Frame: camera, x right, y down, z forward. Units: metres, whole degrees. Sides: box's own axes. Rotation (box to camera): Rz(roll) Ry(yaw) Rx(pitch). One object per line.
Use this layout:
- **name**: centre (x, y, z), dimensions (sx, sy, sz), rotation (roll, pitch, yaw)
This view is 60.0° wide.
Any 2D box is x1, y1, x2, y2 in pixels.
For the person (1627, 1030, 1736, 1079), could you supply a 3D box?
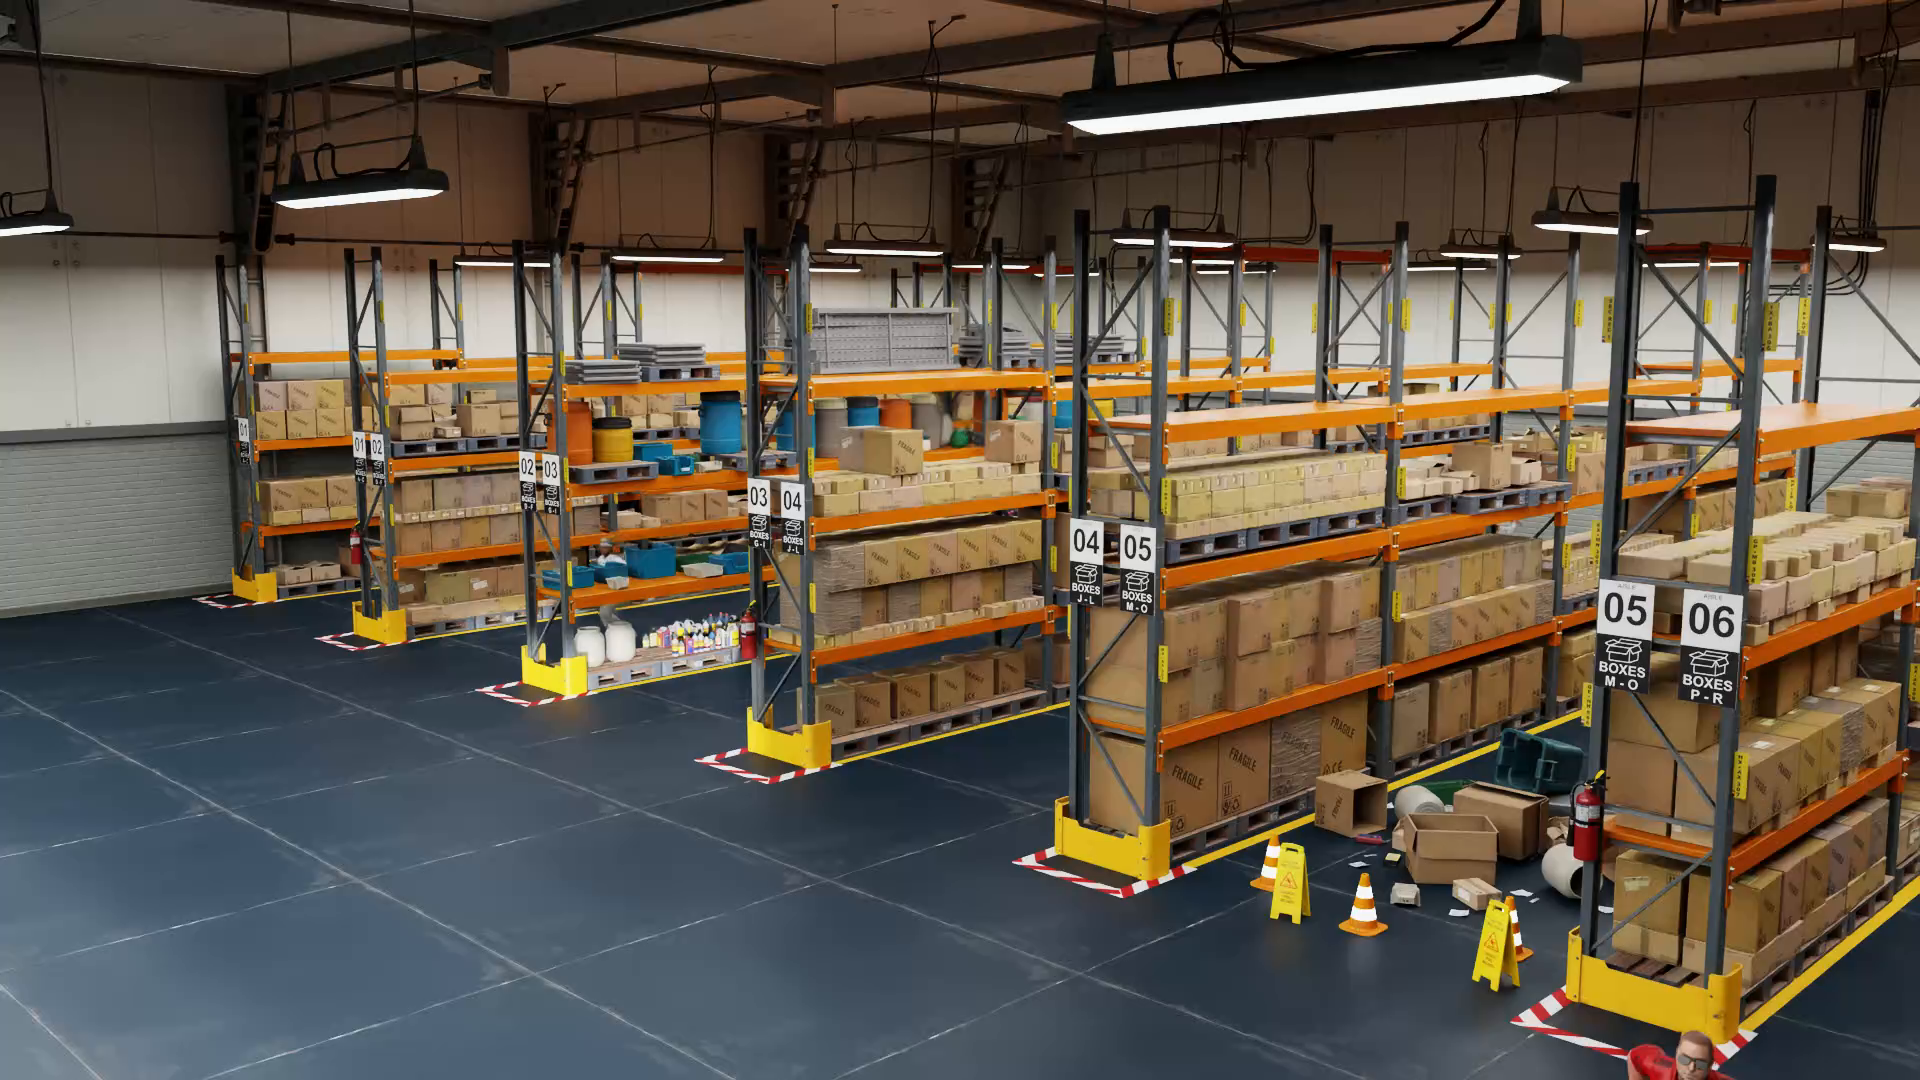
- **person**: centre (3.625, 3.185, 8.267), dimensions (0.646, 1.706, 0.941), rotation (4, 9, 25)

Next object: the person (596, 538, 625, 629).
- **person**: centre (-5.340, 0.785, 25.182), dimensions (0.577, 1.661, 0.546), rotation (5, 10, 32)

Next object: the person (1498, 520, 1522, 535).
- **person**: centre (10.076, -0.072, 30.985), dimensions (0.737, 1.846, 0.766), rotation (5, 9, 29)
